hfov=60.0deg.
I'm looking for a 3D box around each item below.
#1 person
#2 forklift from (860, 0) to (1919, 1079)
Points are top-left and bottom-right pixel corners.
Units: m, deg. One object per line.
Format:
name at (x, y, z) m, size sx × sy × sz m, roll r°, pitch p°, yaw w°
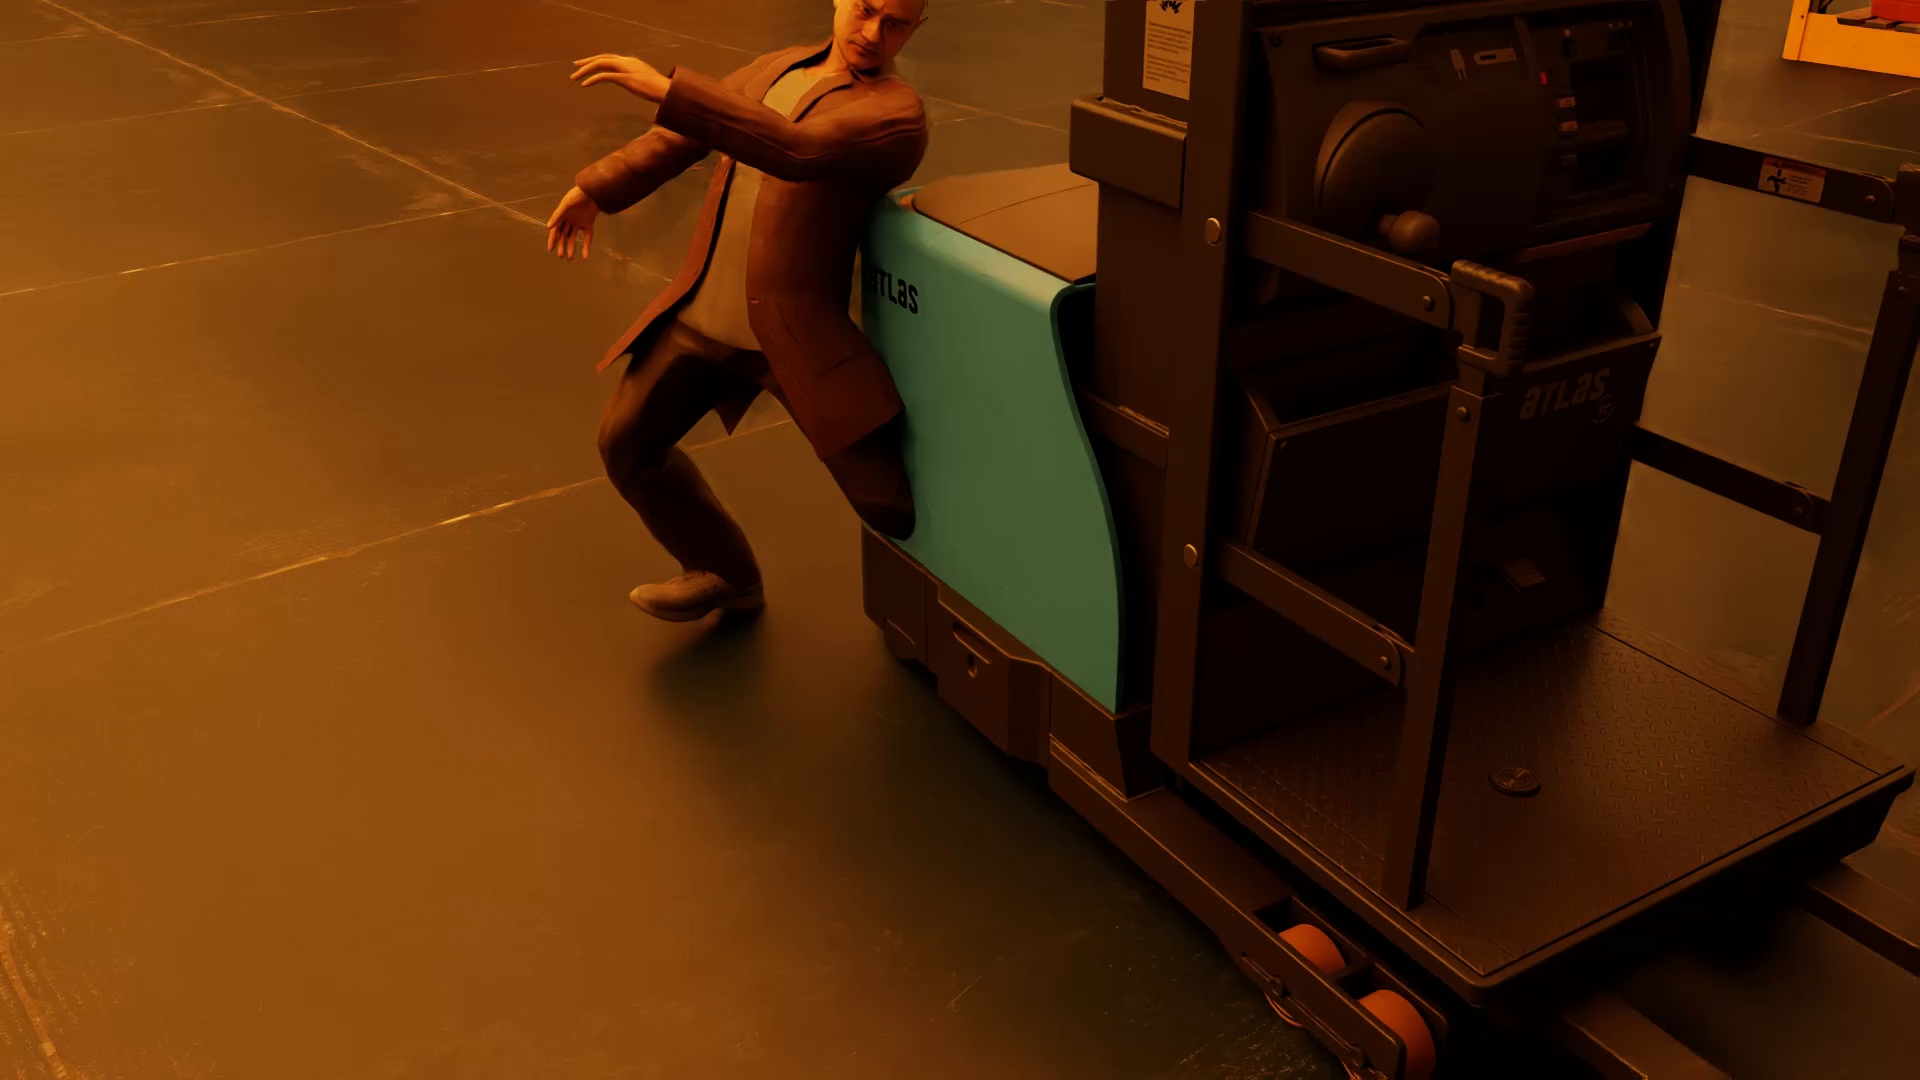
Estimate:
person at (-0.499, -0.510, 3.747) m, size 0.979 × 1.559 × 0.893 m, roll 15°, pitch 30°, yaw 28°
forklift at (0.965, -0.651, 2.515) m, size 1.130 × 2.935 × 3.031 m, roll -15°, pitch 30°, yaw -28°
